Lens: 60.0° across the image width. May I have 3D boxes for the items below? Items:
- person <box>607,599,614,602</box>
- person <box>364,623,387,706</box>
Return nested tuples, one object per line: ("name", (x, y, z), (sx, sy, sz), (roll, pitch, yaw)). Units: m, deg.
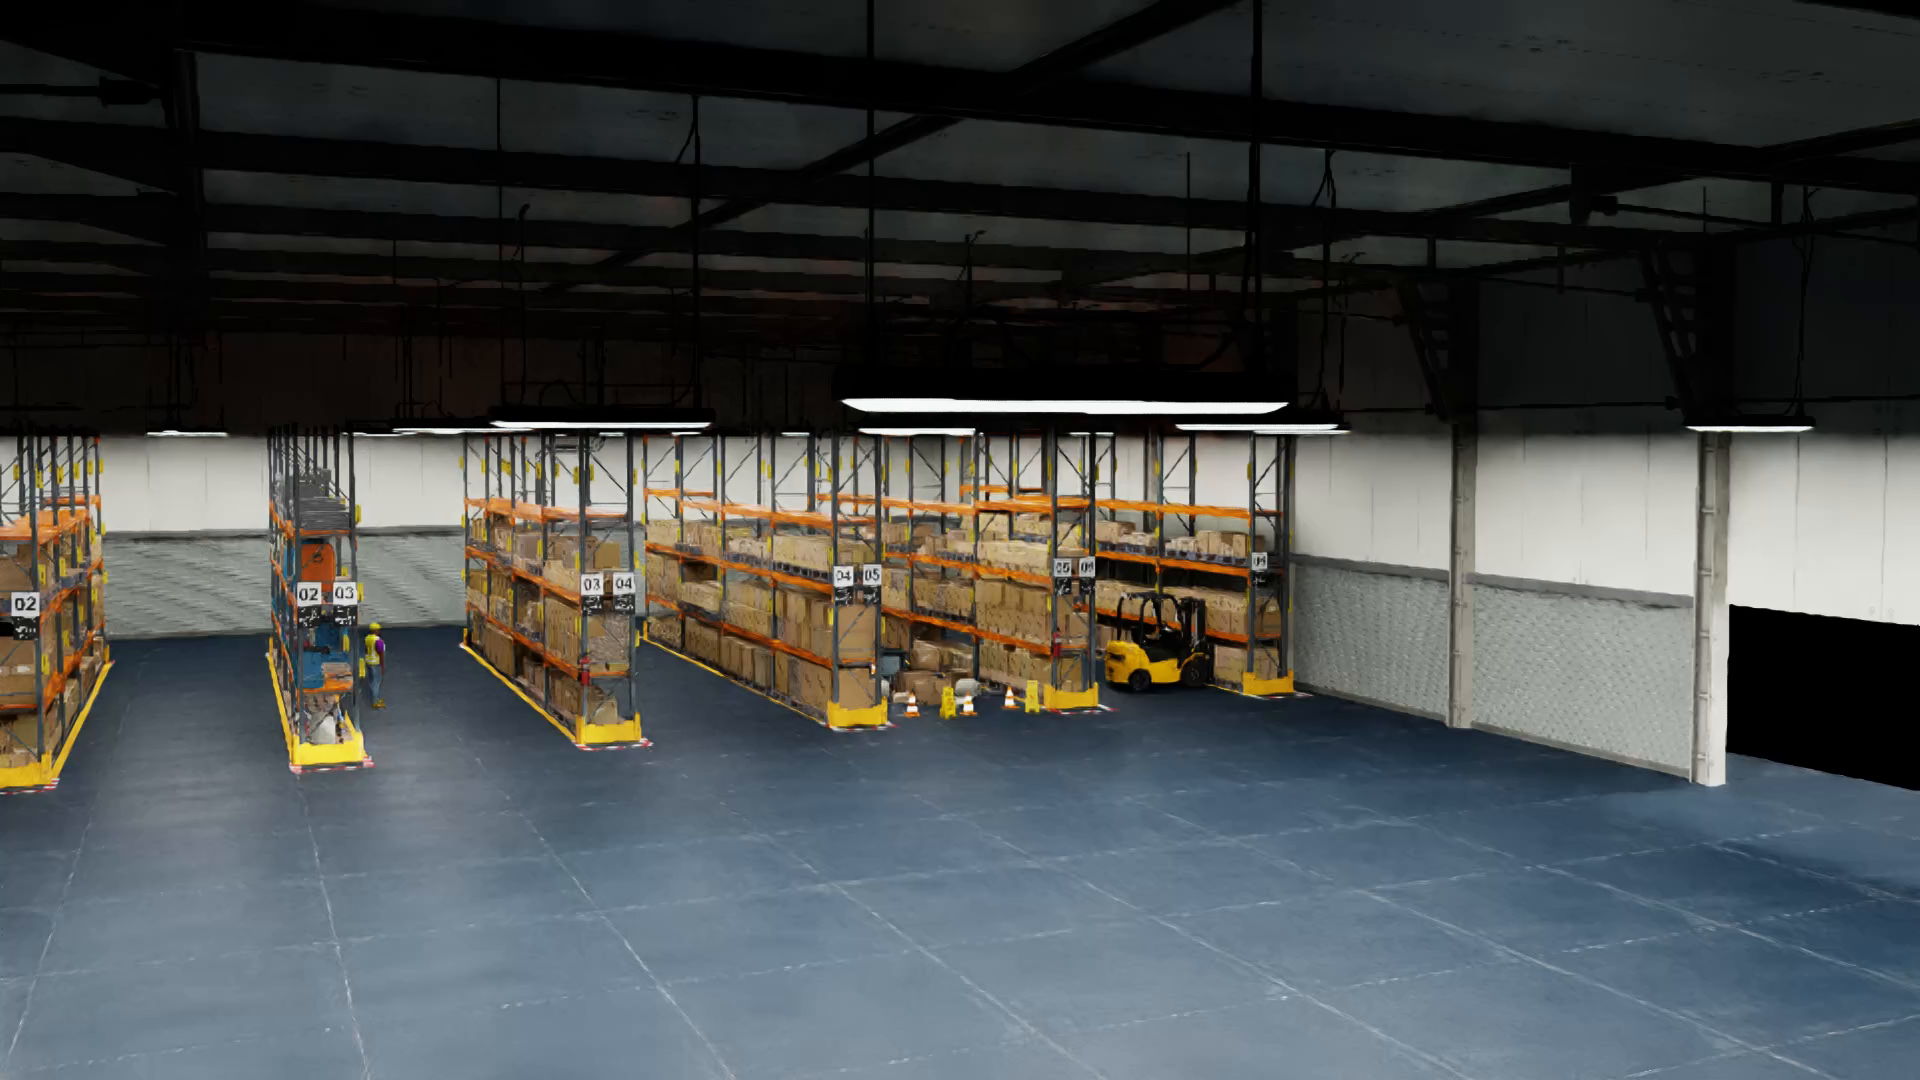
("person", (-9.472, 2.104, 45.528), (0.544, 1.646, 1.106), (-2, 4, -26))
("person", (-12.479, 2.644, 35.608), (0.645, 1.772, 0.464), (3, 5, 41))
